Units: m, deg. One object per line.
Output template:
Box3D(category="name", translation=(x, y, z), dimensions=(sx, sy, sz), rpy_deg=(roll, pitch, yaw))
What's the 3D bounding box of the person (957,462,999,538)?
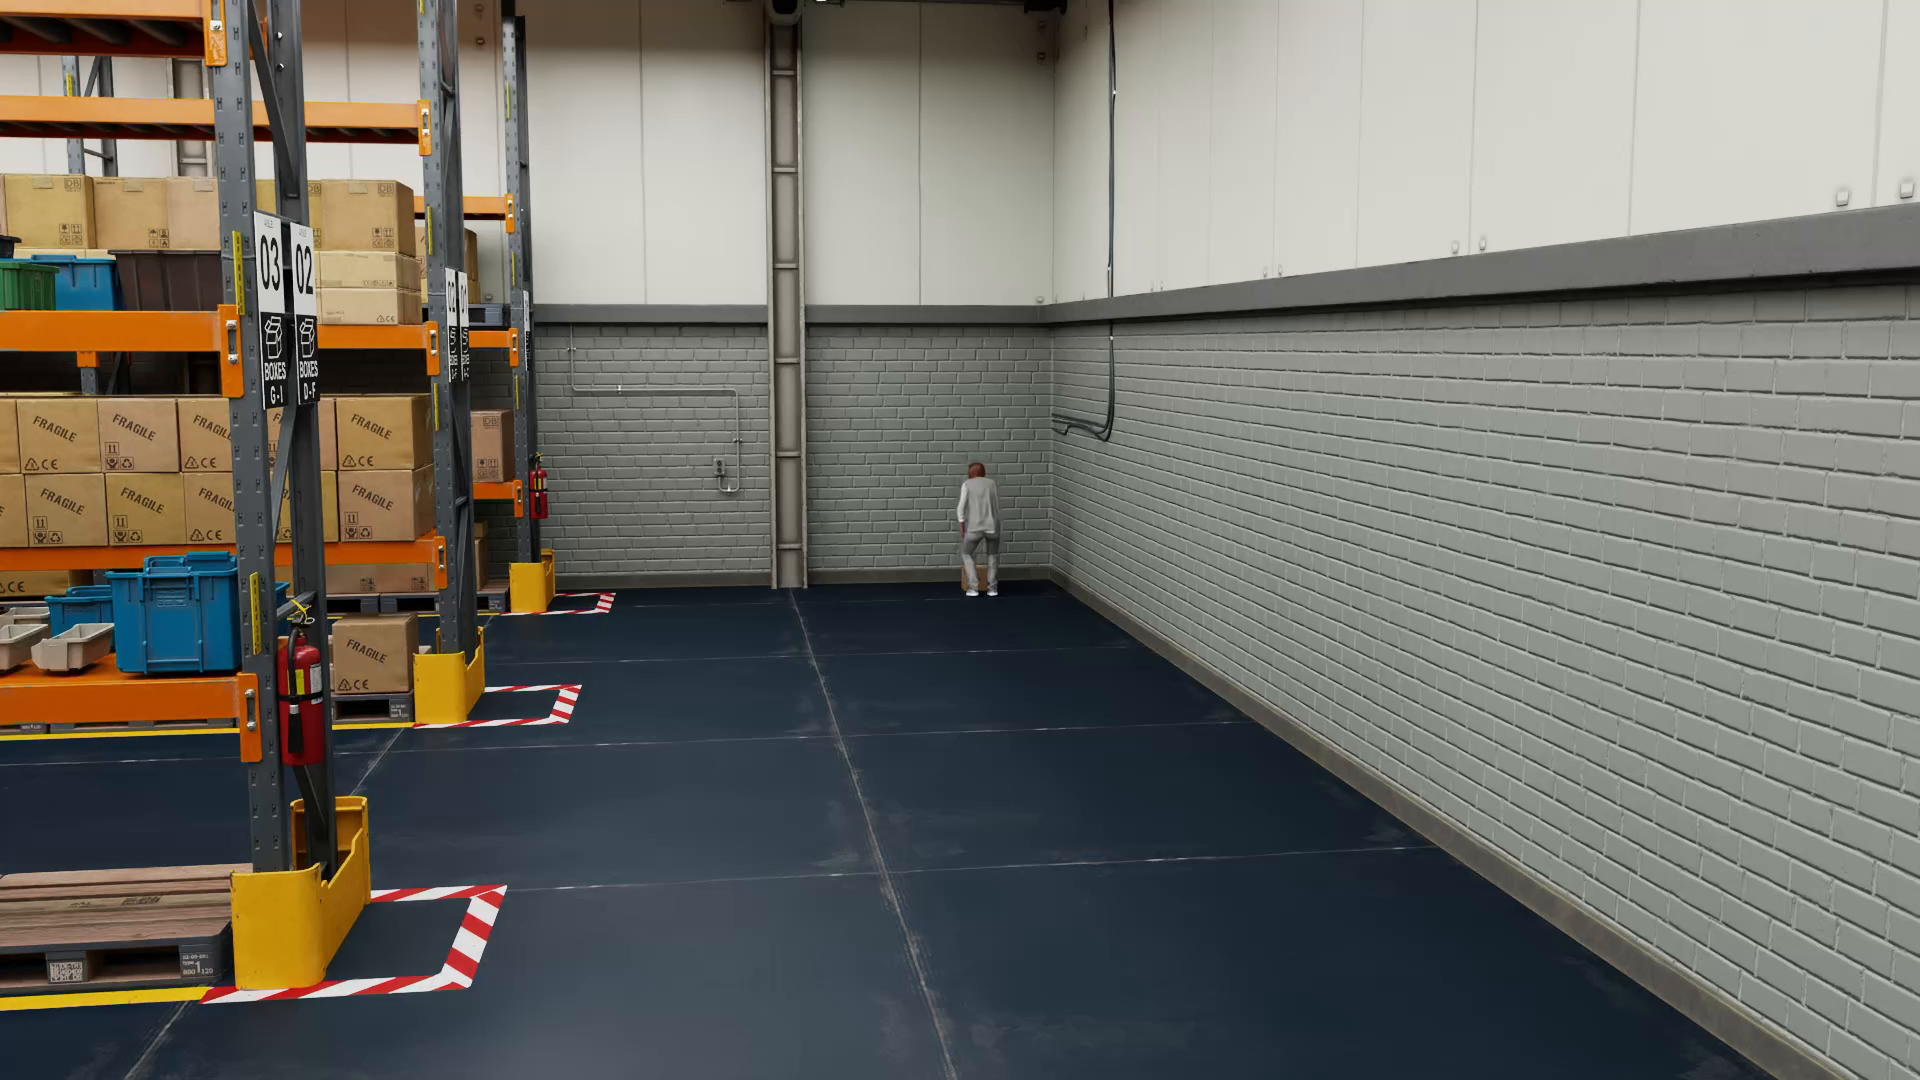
Box3D(category="person", translation=(0.202, -0.389, 17.711), dimensions=(0.456, 0.828, 0.546), rpy_deg=(-1, 7, -8))
